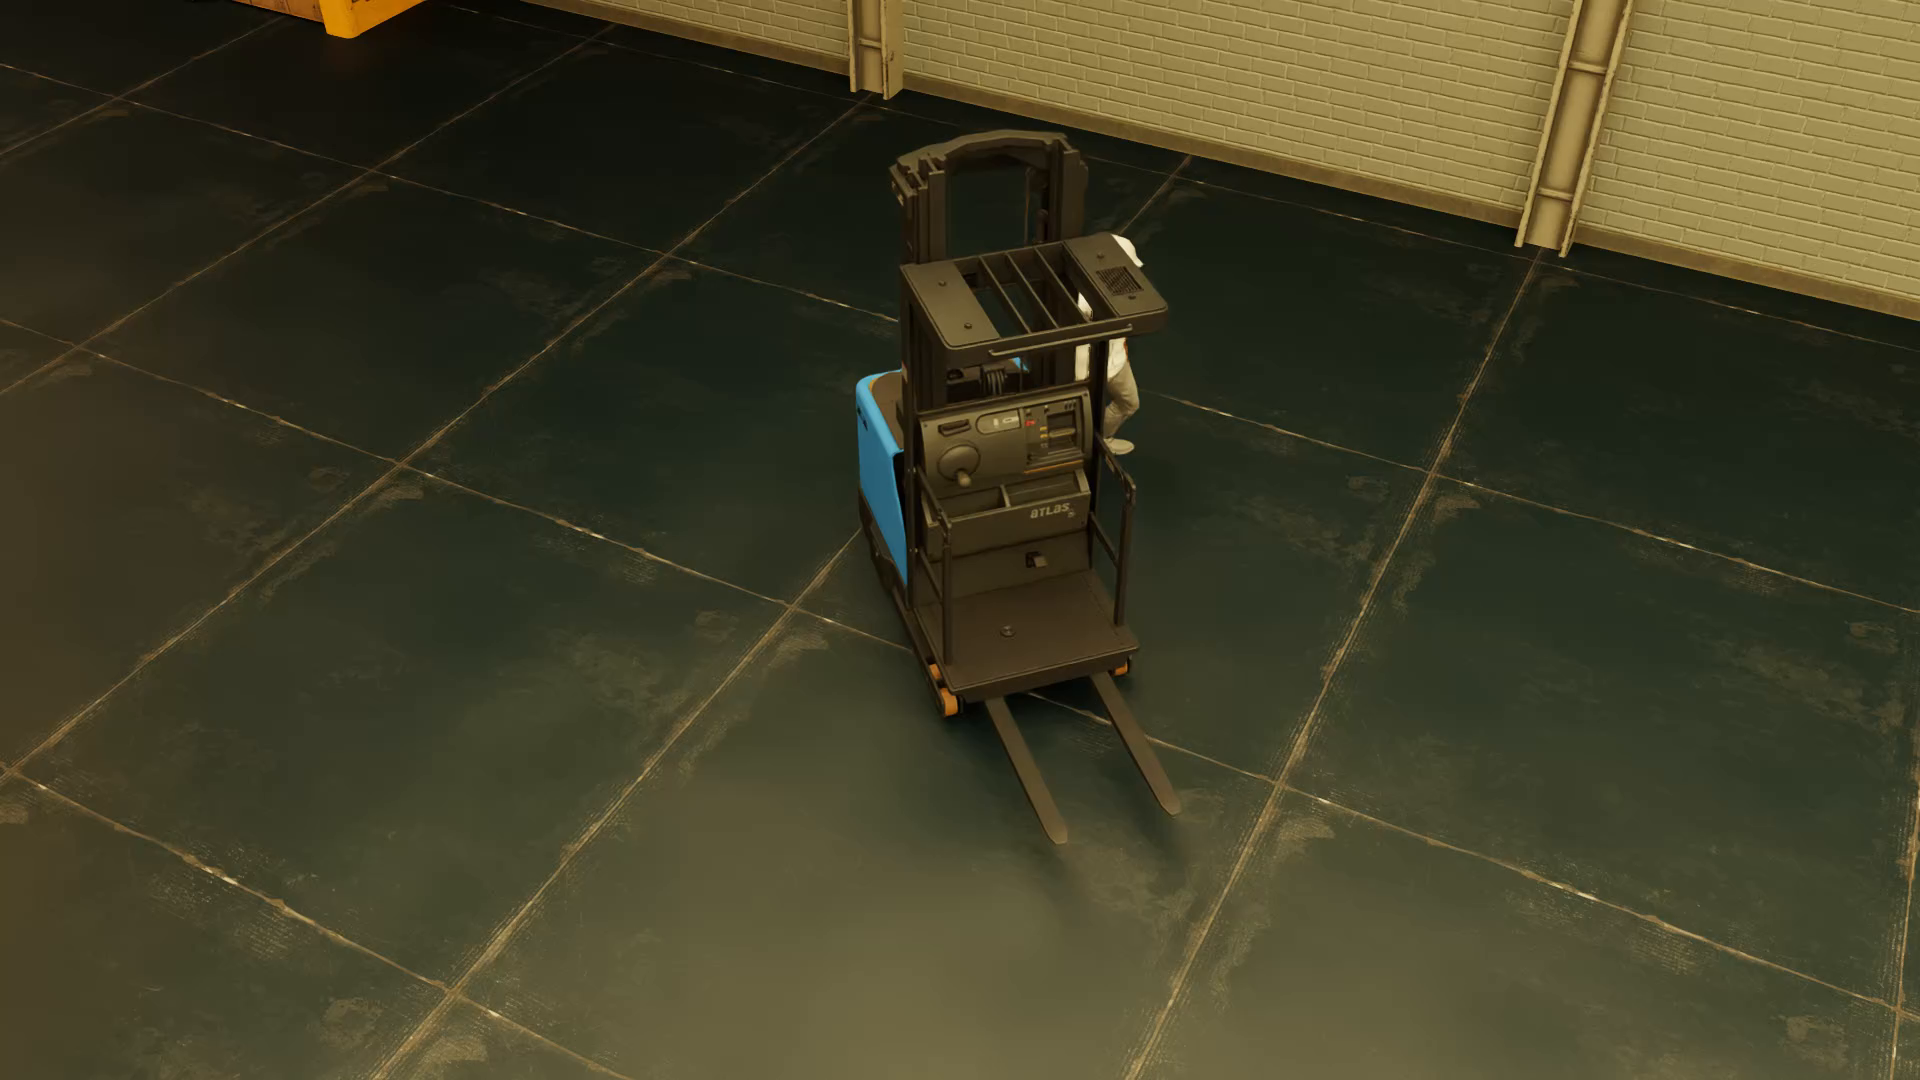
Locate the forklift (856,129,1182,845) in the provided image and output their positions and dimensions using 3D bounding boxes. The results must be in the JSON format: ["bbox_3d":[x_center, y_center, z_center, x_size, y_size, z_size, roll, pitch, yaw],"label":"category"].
[{"bbox_3d":[0.318,-0.450,8.521,1.130,2.935,3.031,-12,42,-14],"label":"forklift"}]

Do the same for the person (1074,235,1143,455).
[{"bbox_3d":[0.754,-1.089,10.270,0.502,1.712,0.897,32,50,32],"label":"person"}]
